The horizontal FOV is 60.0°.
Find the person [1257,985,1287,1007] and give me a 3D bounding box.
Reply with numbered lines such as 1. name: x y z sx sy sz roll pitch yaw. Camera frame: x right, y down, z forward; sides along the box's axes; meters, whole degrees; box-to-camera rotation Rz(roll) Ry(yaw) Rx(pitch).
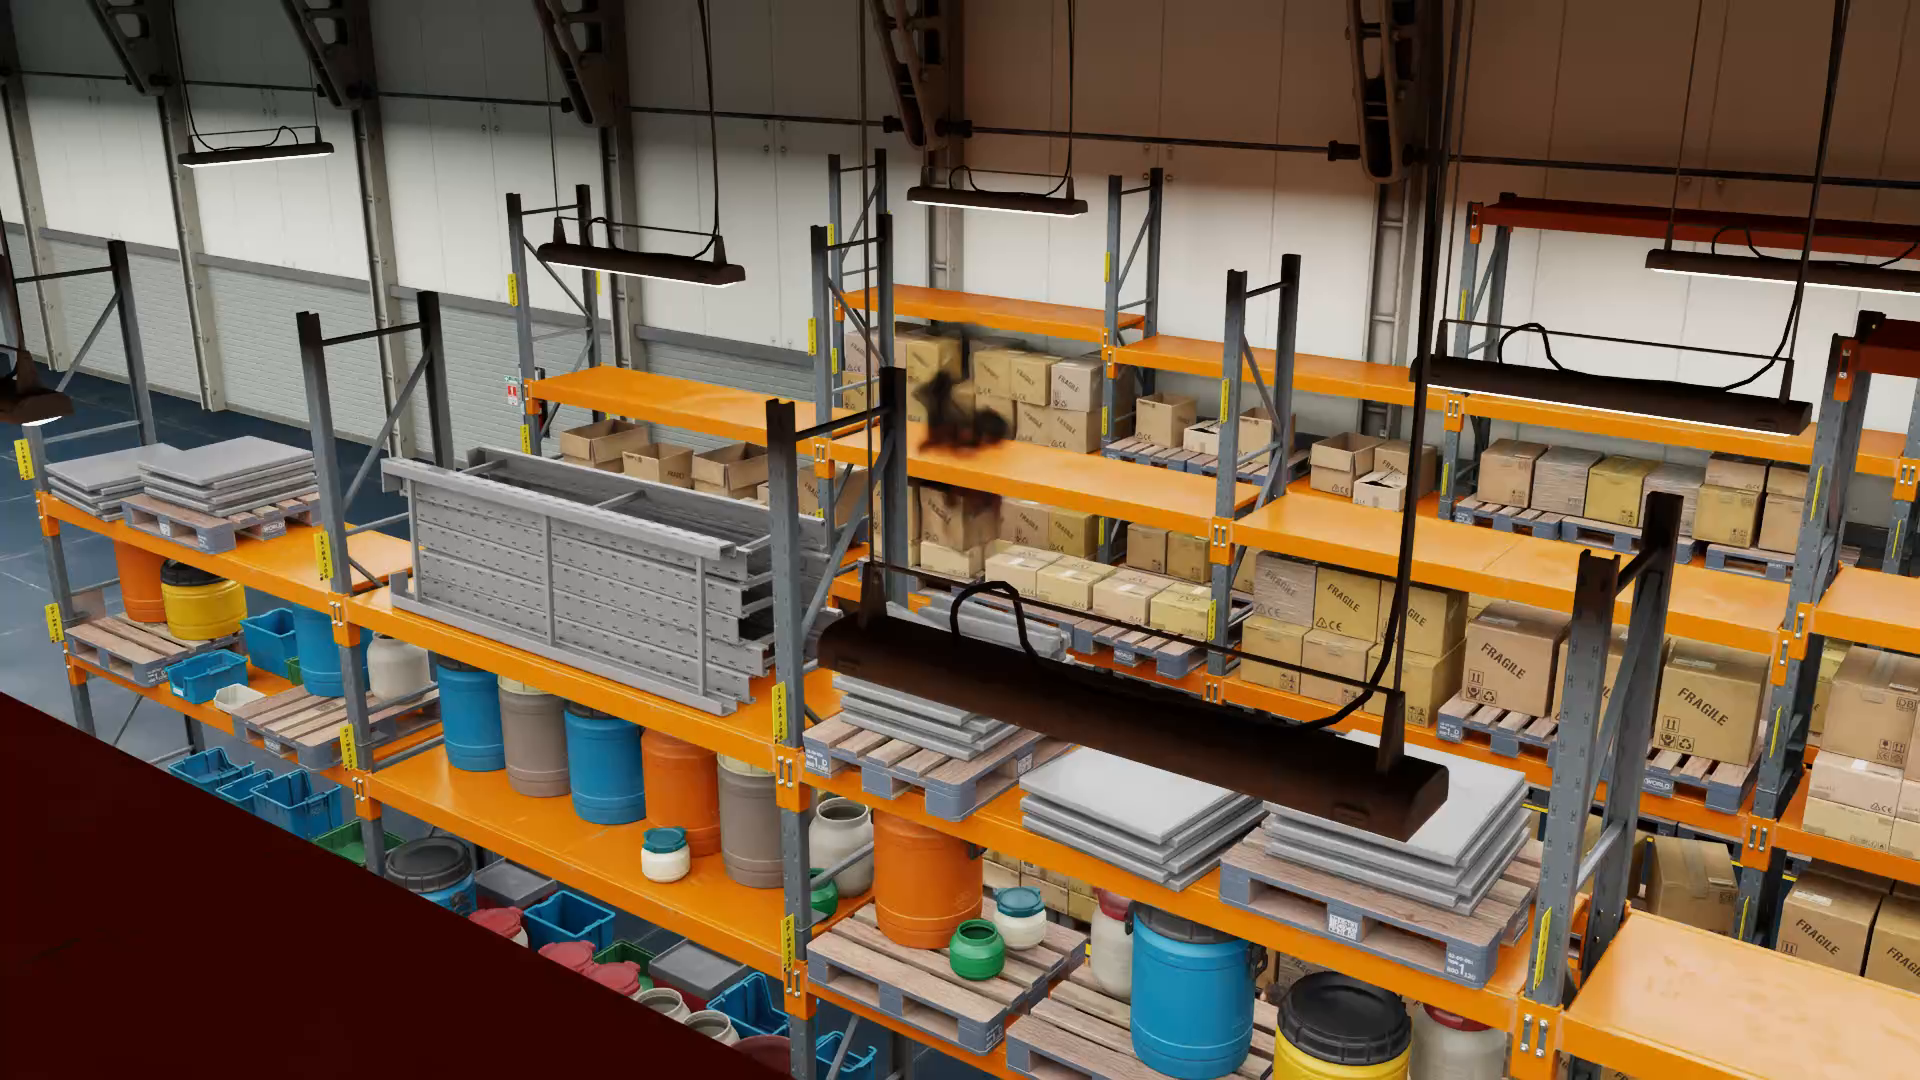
1. person: 2.019 3.749 11.296 0.595 1.656 0.562 8 20 24
